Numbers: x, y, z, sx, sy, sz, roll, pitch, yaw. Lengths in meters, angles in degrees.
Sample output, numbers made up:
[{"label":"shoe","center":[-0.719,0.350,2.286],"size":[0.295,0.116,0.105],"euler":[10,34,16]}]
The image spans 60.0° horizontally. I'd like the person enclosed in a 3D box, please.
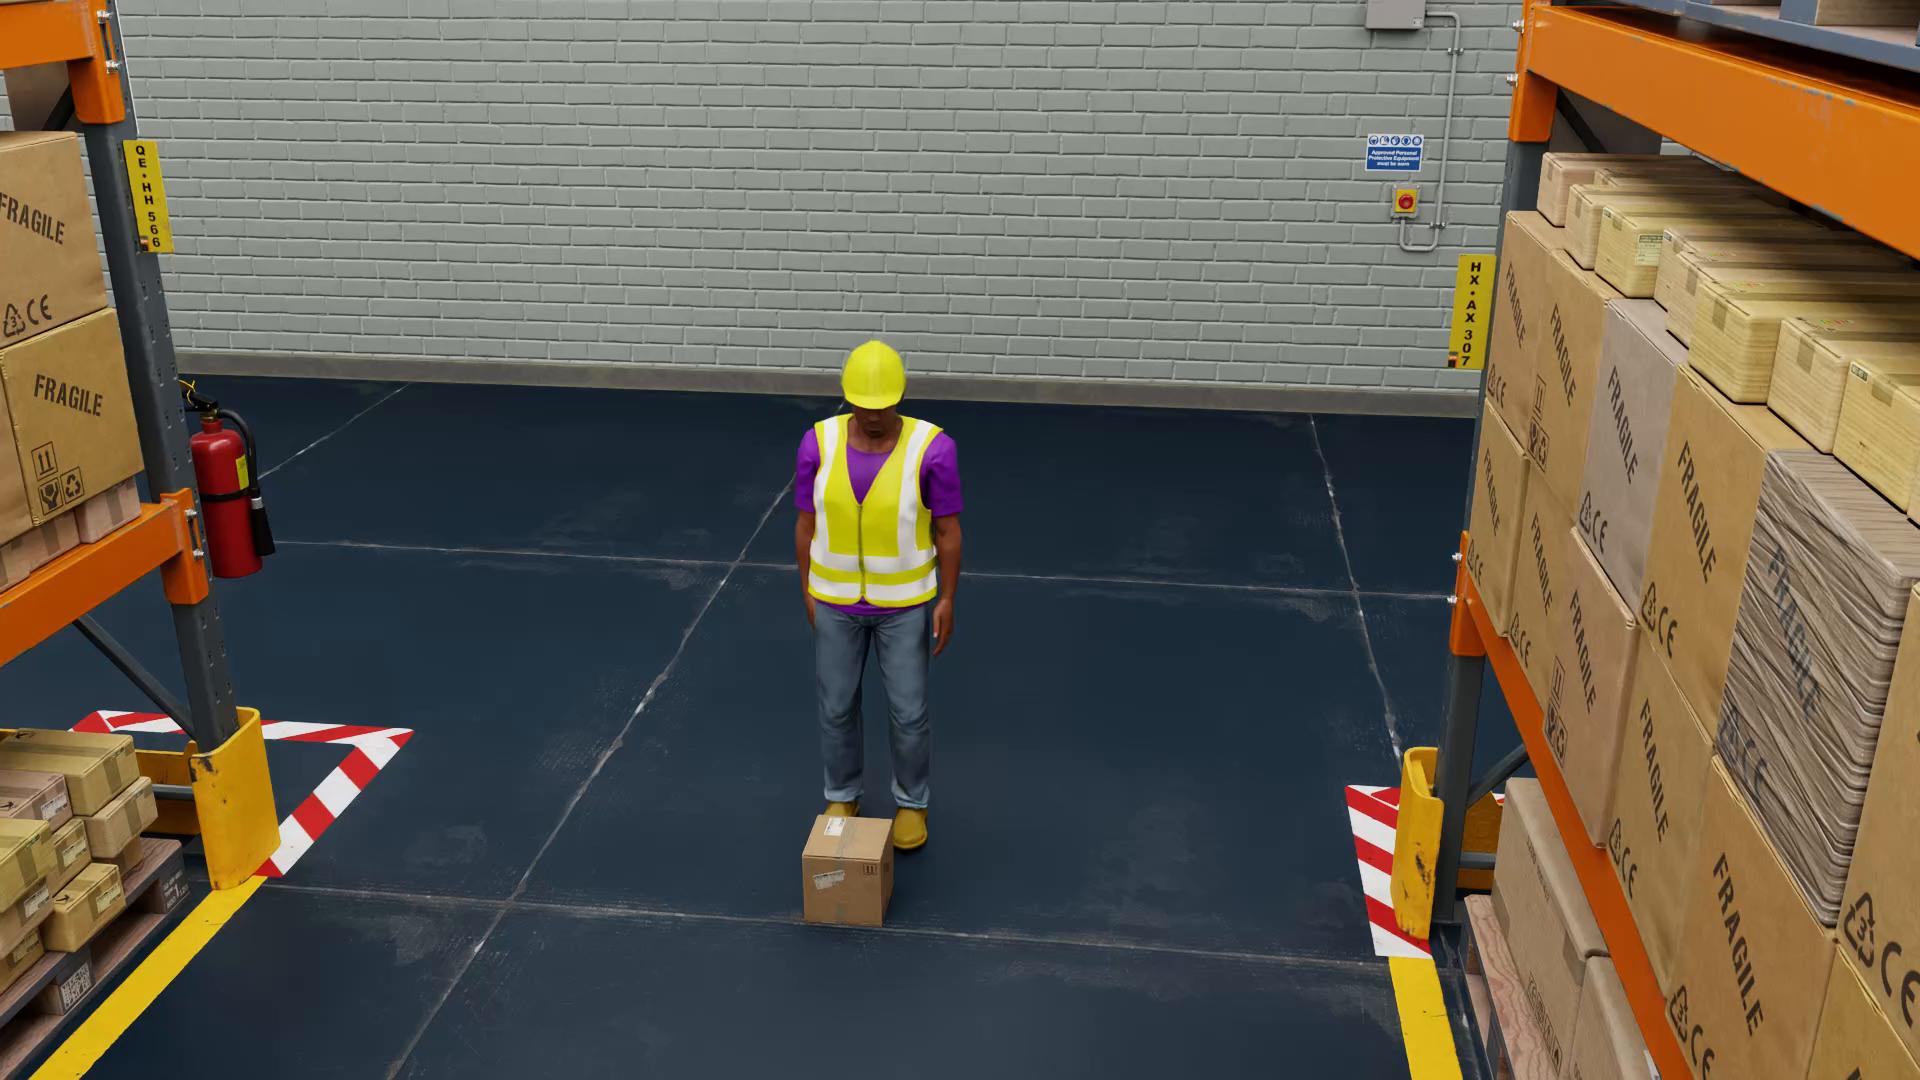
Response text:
[{"label":"person","center":[-0.275,0.191,5.559],"size":[0.567,1.760,0.365],"euler":[3,21,7]}]
